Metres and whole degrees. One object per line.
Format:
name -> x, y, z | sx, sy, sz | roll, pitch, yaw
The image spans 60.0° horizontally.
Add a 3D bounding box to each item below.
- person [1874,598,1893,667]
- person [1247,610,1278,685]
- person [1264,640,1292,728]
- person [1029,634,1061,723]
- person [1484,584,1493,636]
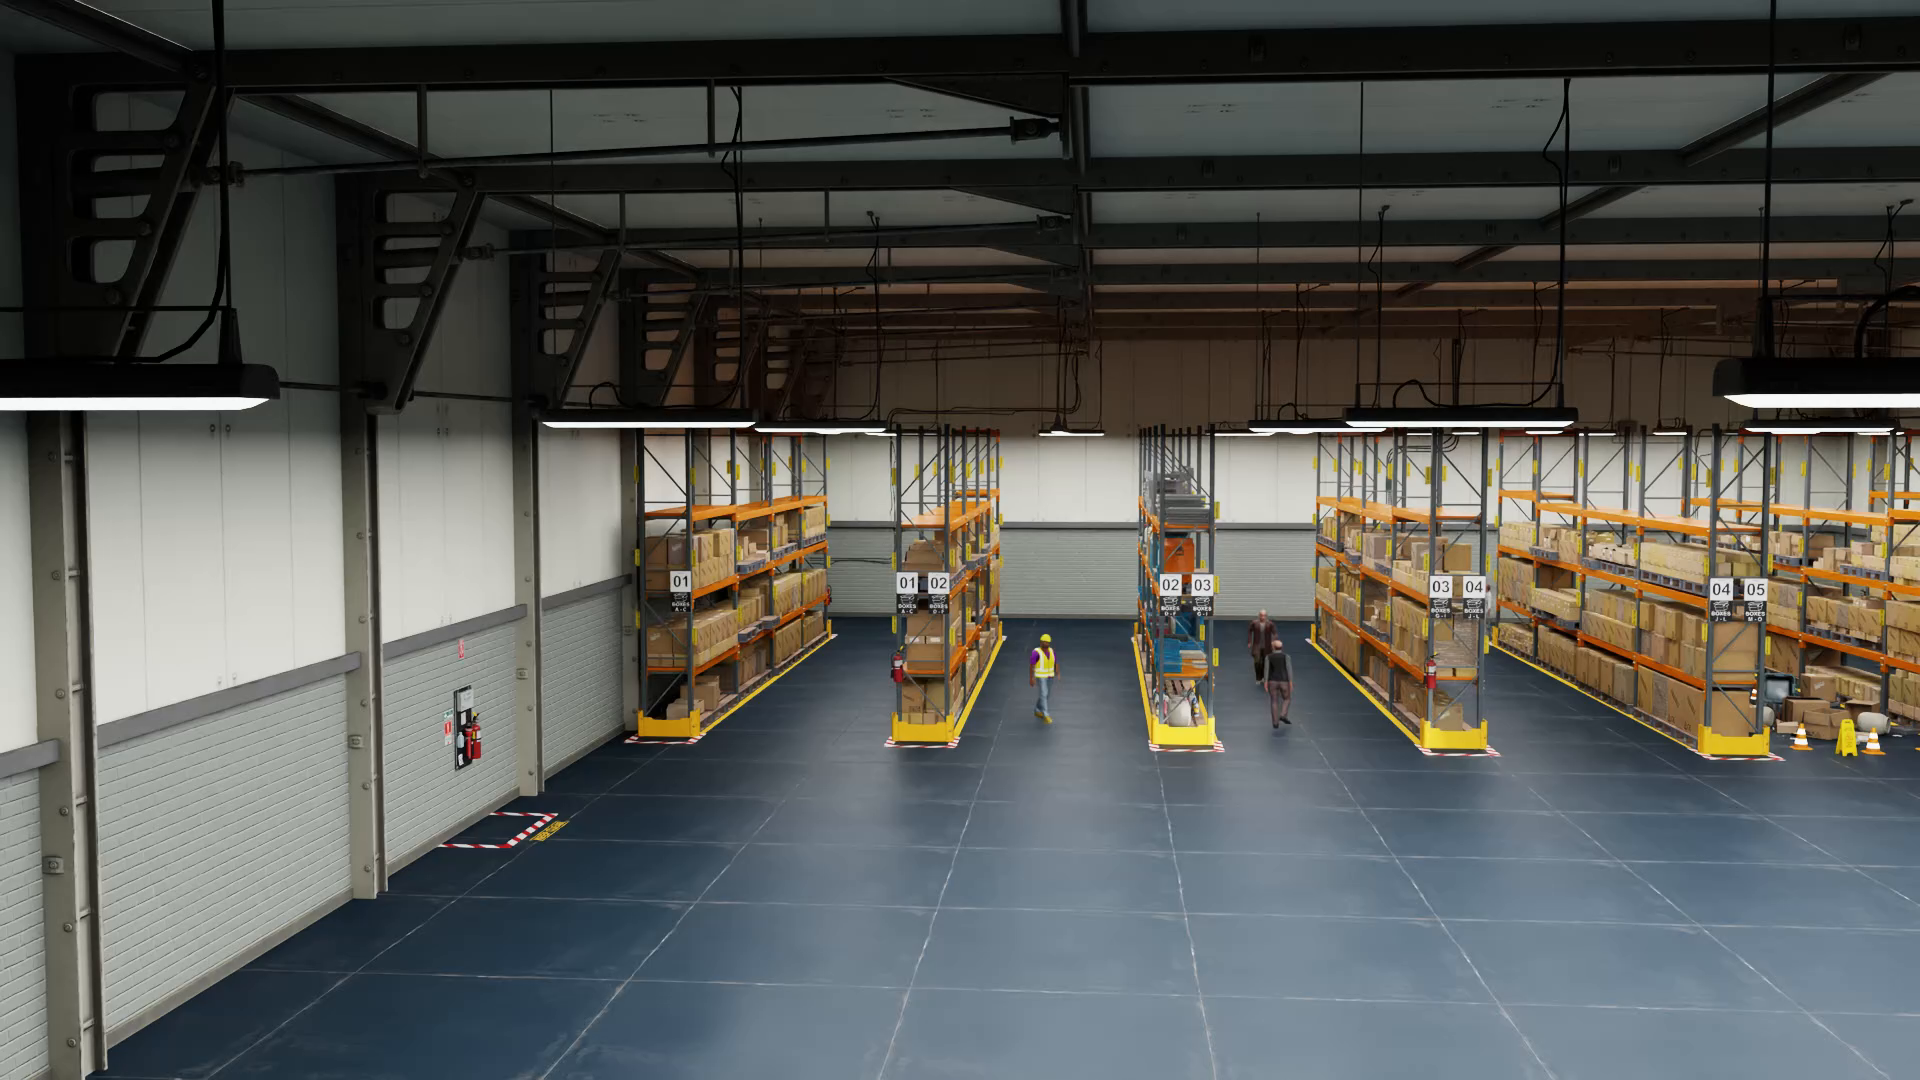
person -> 23.354, 2.319, 41.677 | 0.540, 1.787, 0.558 | -1, 4, -20
person -> 7.048, 2.537, 38.782 | 0.697, 1.838, 0.759 | 0, 4, 7
person -> 6.315, 2.846, 33.006 | 0.570, 1.710, 0.463 | 1, 4, 19
person -> 1.756, 2.782, 33.720 | 0.588, 1.727, 0.884 | -3, 4, -37
person -> 14.971, 2.052, 47.280 | 0.493, 1.548, 0.428 | -1, 4, -9
